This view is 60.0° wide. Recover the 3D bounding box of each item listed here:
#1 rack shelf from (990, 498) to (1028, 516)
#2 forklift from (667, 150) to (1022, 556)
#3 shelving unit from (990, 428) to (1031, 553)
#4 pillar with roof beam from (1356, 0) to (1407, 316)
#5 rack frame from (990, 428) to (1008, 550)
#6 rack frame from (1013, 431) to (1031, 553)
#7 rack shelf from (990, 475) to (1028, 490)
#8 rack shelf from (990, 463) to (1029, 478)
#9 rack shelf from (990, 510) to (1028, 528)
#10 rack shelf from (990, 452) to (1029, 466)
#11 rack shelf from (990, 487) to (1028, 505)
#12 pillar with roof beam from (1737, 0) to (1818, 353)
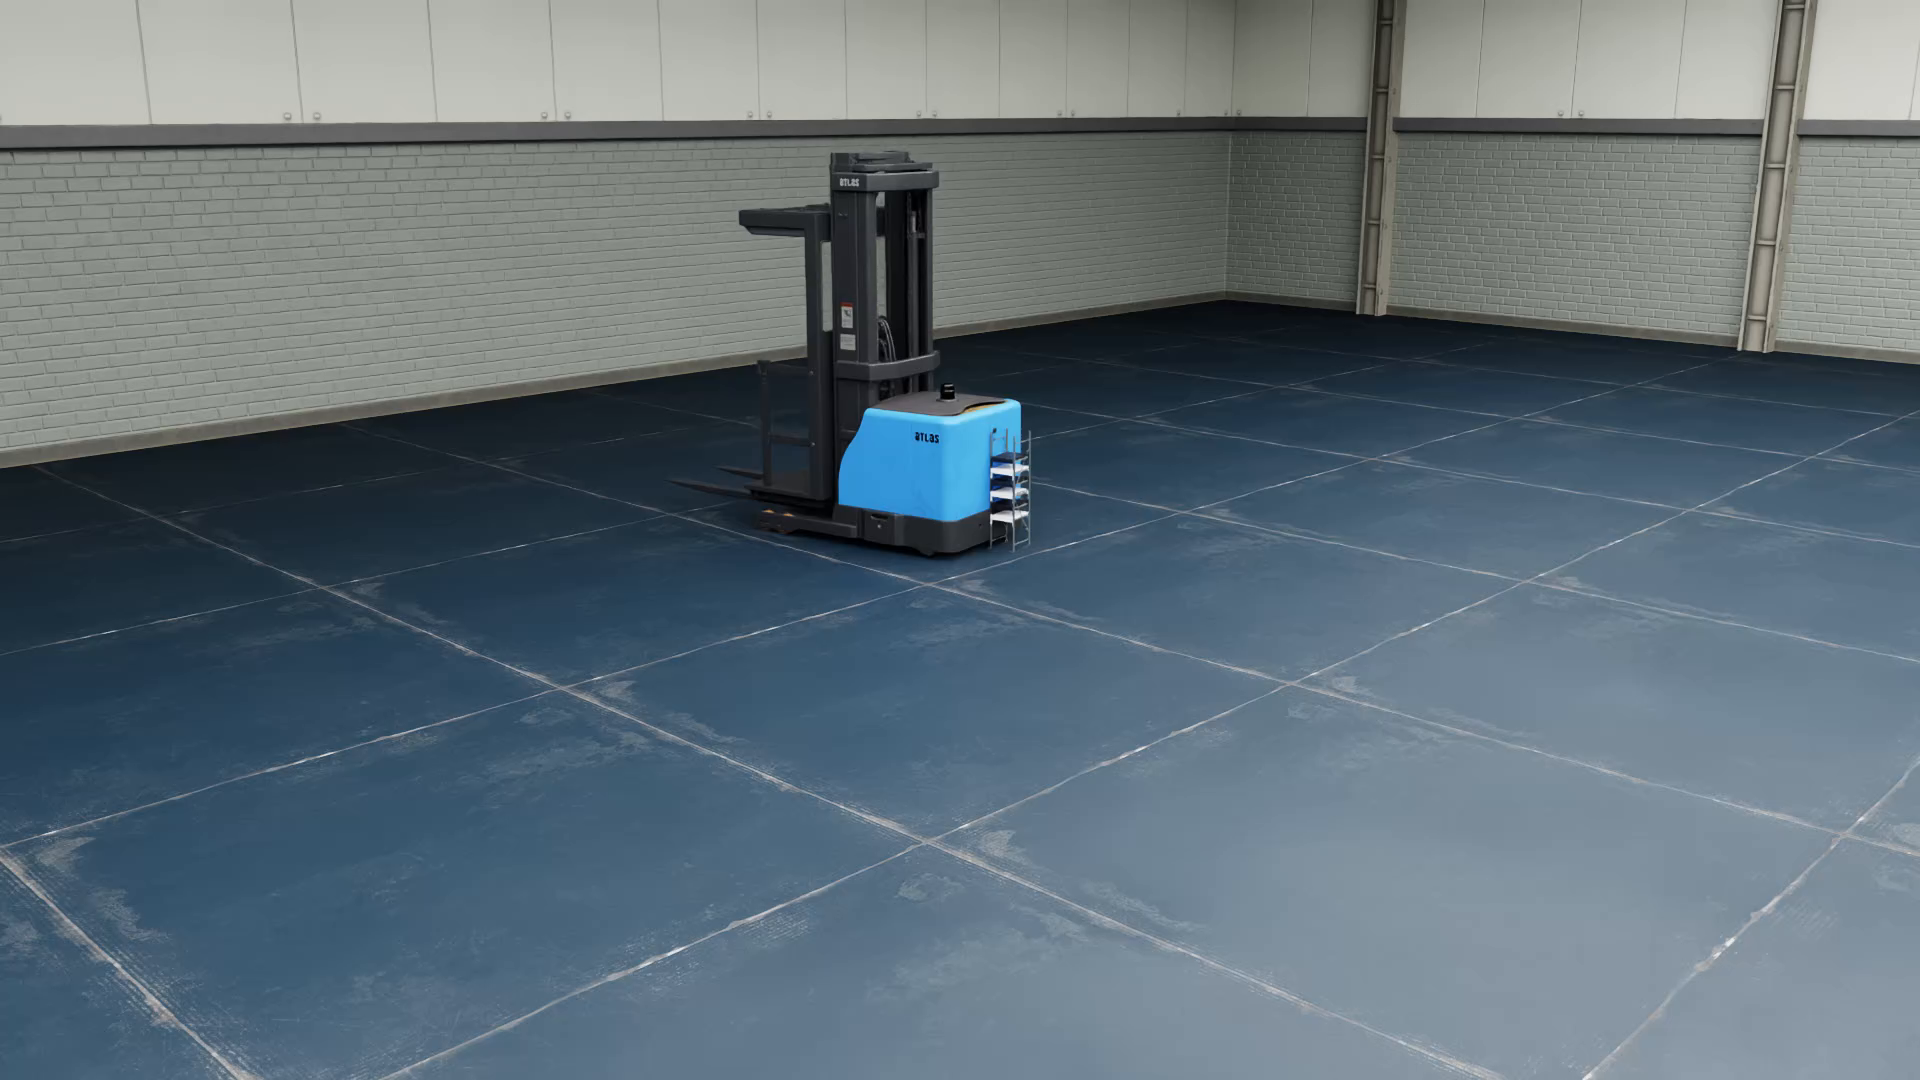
[{"bbox_3d":[0.381,-0.254,12.613,0.200,0.077,0.258,10,17,33],"label":"rack shelf"},{"bbox_3d":[-1.024,-1.563,13.119,3.031,2.935,1.130,10,17,33],"label":"forklift"},{"bbox_3d":[0.381,-0.374,12.582,0.210,0.900,0.258,10,17,33],"label":"shelving unit"},{"bbox_3d":[3.695,-7.245,22.891,0.400,9.000,9.100,14,20,42],"label":"pillar with roof beam"},{"bbox_3d":[0.296,-0.388,12.637,0.006,0.900,0.240,10,17,33],"label":"rack frame"},{"bbox_3d":[0.465,-0.360,12.527,0.006,0.900,0.240,10,17,33],"label":"rack frame"},{"bbox_3d":[0.381,-0.429,12.568,0.200,0.077,0.258,10,17,33],"label":"rack shelf"},{"bbox_3d":[0.381,-0.516,12.545,0.200,0.077,0.258,10,17,33],"label":"rack shelf"},{"bbox_3d":[0.381,-0.167,12.636,0.200,0.077,0.258,10,17,33],"label":"rack shelf"},{"bbox_3d":[0.381,-0.603,12.522,0.200,0.077,0.258,10,17,33],"label":"rack shelf"},{"bbox_3d":[0.381,-0.342,12.590,0.200,0.077,0.258,10,17,33],"label":"rack shelf"},{"bbox_3d":[8.015,-6.195,18.861,0.400,9.000,9.100,14,20,42],"label":"pillar with roof beam"}]
